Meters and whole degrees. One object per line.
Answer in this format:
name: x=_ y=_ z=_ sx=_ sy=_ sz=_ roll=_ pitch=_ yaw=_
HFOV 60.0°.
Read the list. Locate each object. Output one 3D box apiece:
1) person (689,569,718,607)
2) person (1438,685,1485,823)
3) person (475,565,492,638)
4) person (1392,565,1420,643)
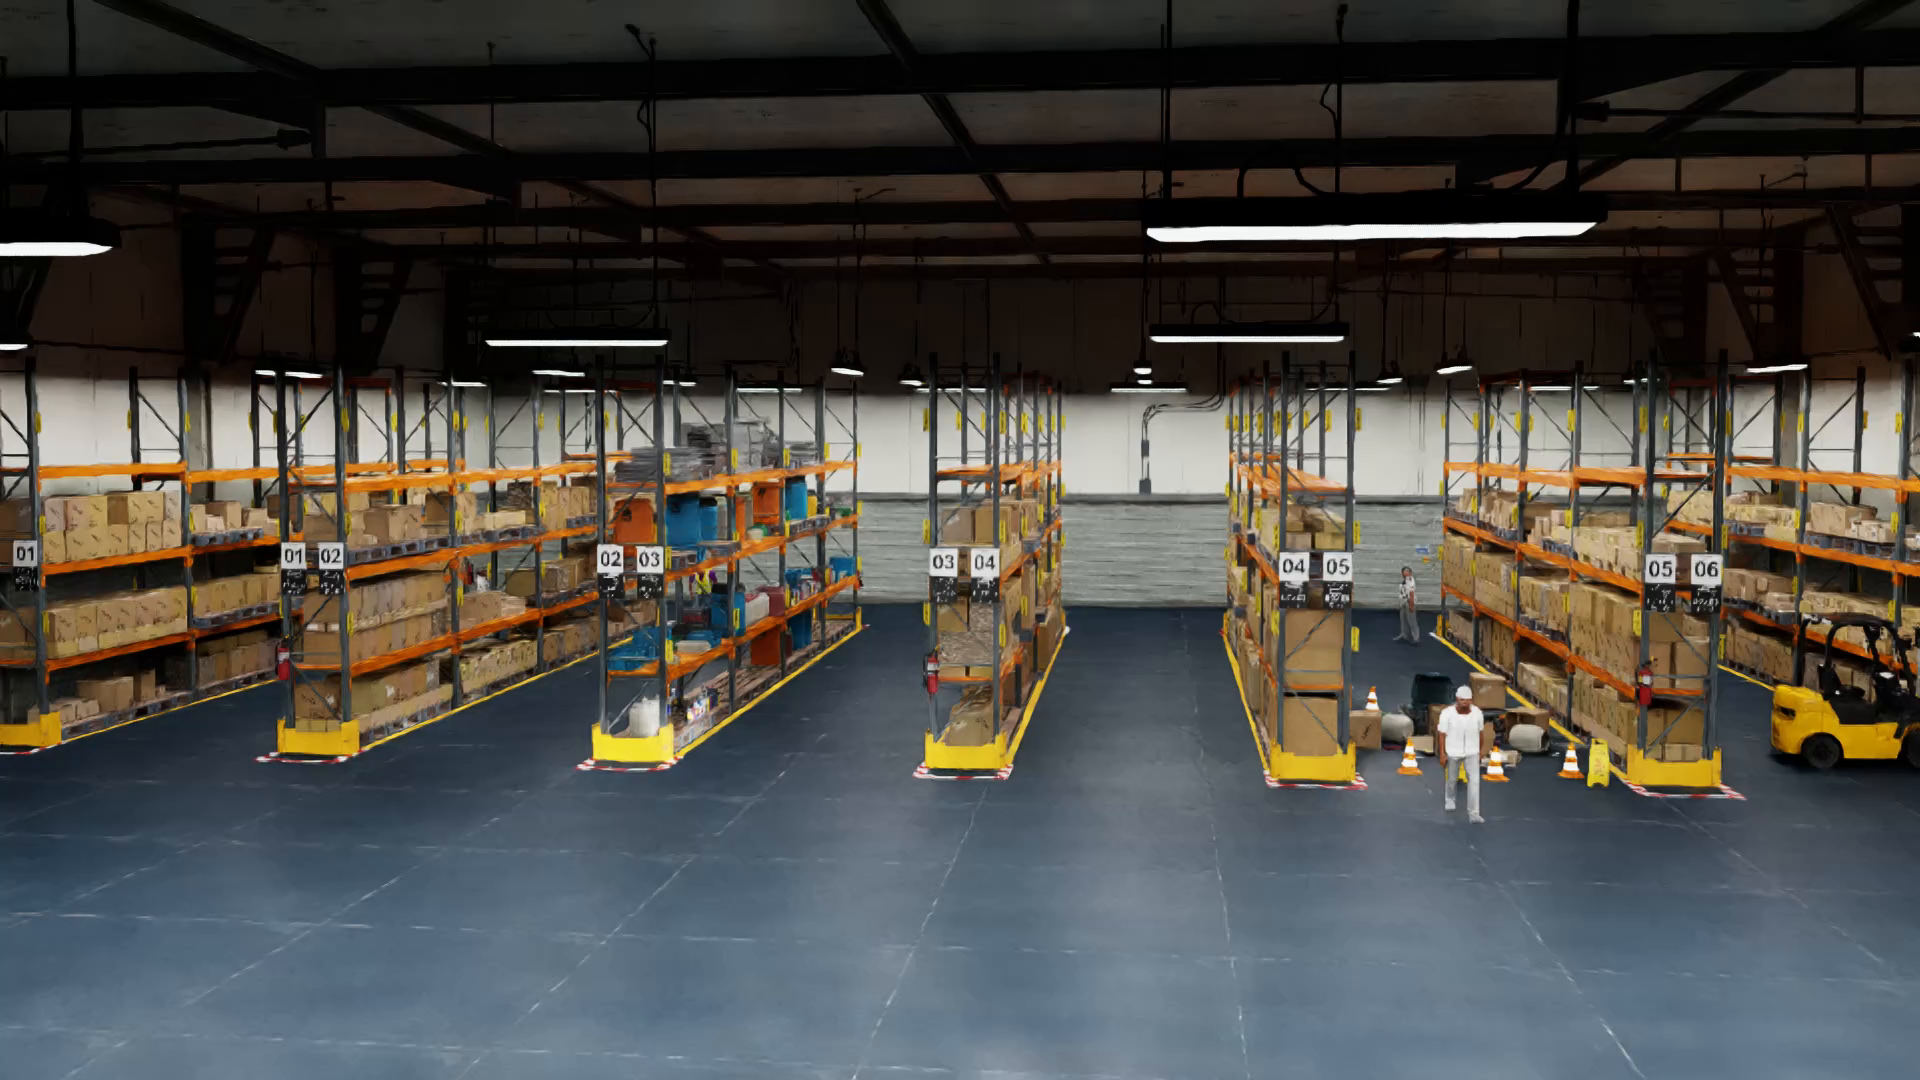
person: x=-6.251 y=1.297 z=40.406 sx=0.719 sy=1.714 sz=0.578 roll=0 pitch=4 yaw=4
person: x=6.324 y=2.663 z=20.980 sx=0.577 sy=1.691 sz=1.121 roll=1 pitch=4 yaw=9
person: x=-11.097 y=1.415 z=38.641 sx=0.371 sy=1.679 sz=0.587 roll=-1 pitch=4 yaw=-8
person: x=10.177 y=1.449 z=37.803 sx=0.515 sy=1.747 sz=0.660 roll=0 pitch=4 yaw=0
